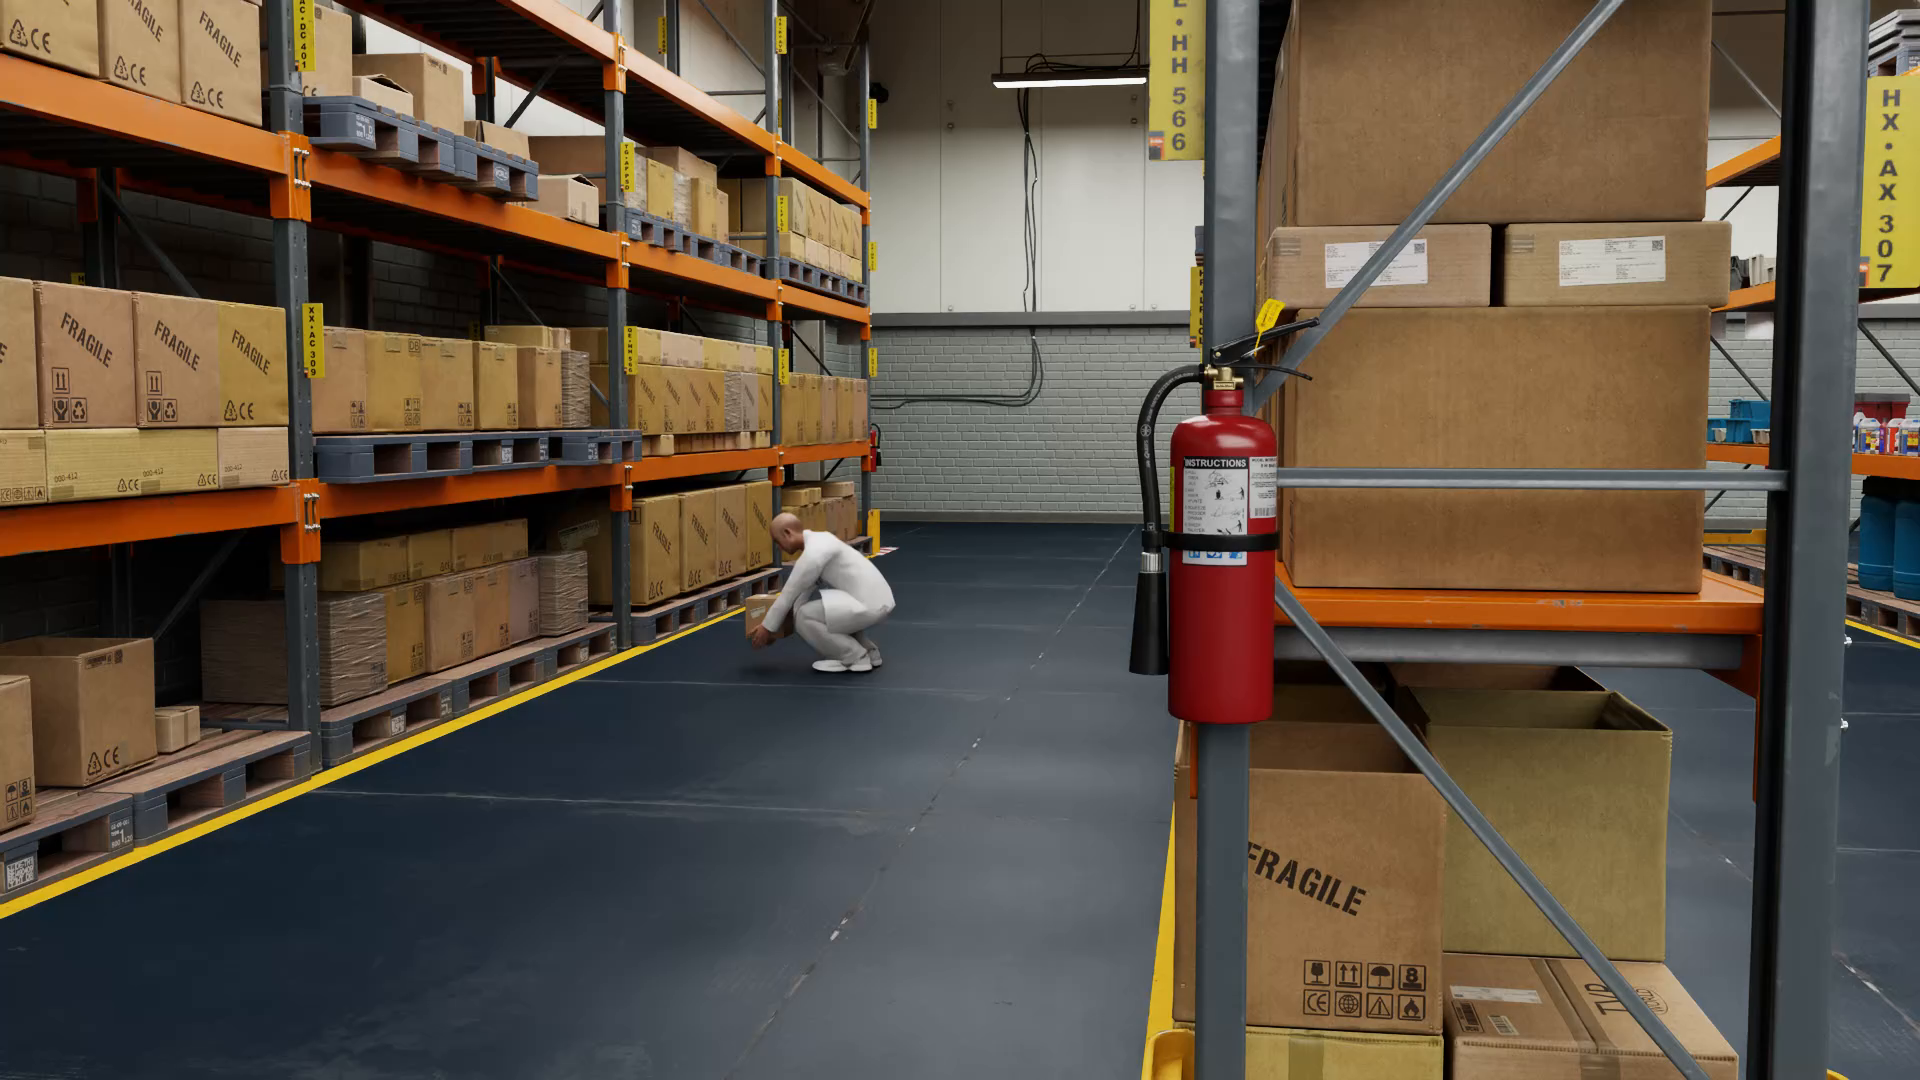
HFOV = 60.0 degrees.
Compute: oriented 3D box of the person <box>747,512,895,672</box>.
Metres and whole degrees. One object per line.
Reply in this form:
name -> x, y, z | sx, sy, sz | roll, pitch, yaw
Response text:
person -> -0.870, 0.322, 10.535 | 0.912, 0.999, 0.588 | 1, 4, 8
